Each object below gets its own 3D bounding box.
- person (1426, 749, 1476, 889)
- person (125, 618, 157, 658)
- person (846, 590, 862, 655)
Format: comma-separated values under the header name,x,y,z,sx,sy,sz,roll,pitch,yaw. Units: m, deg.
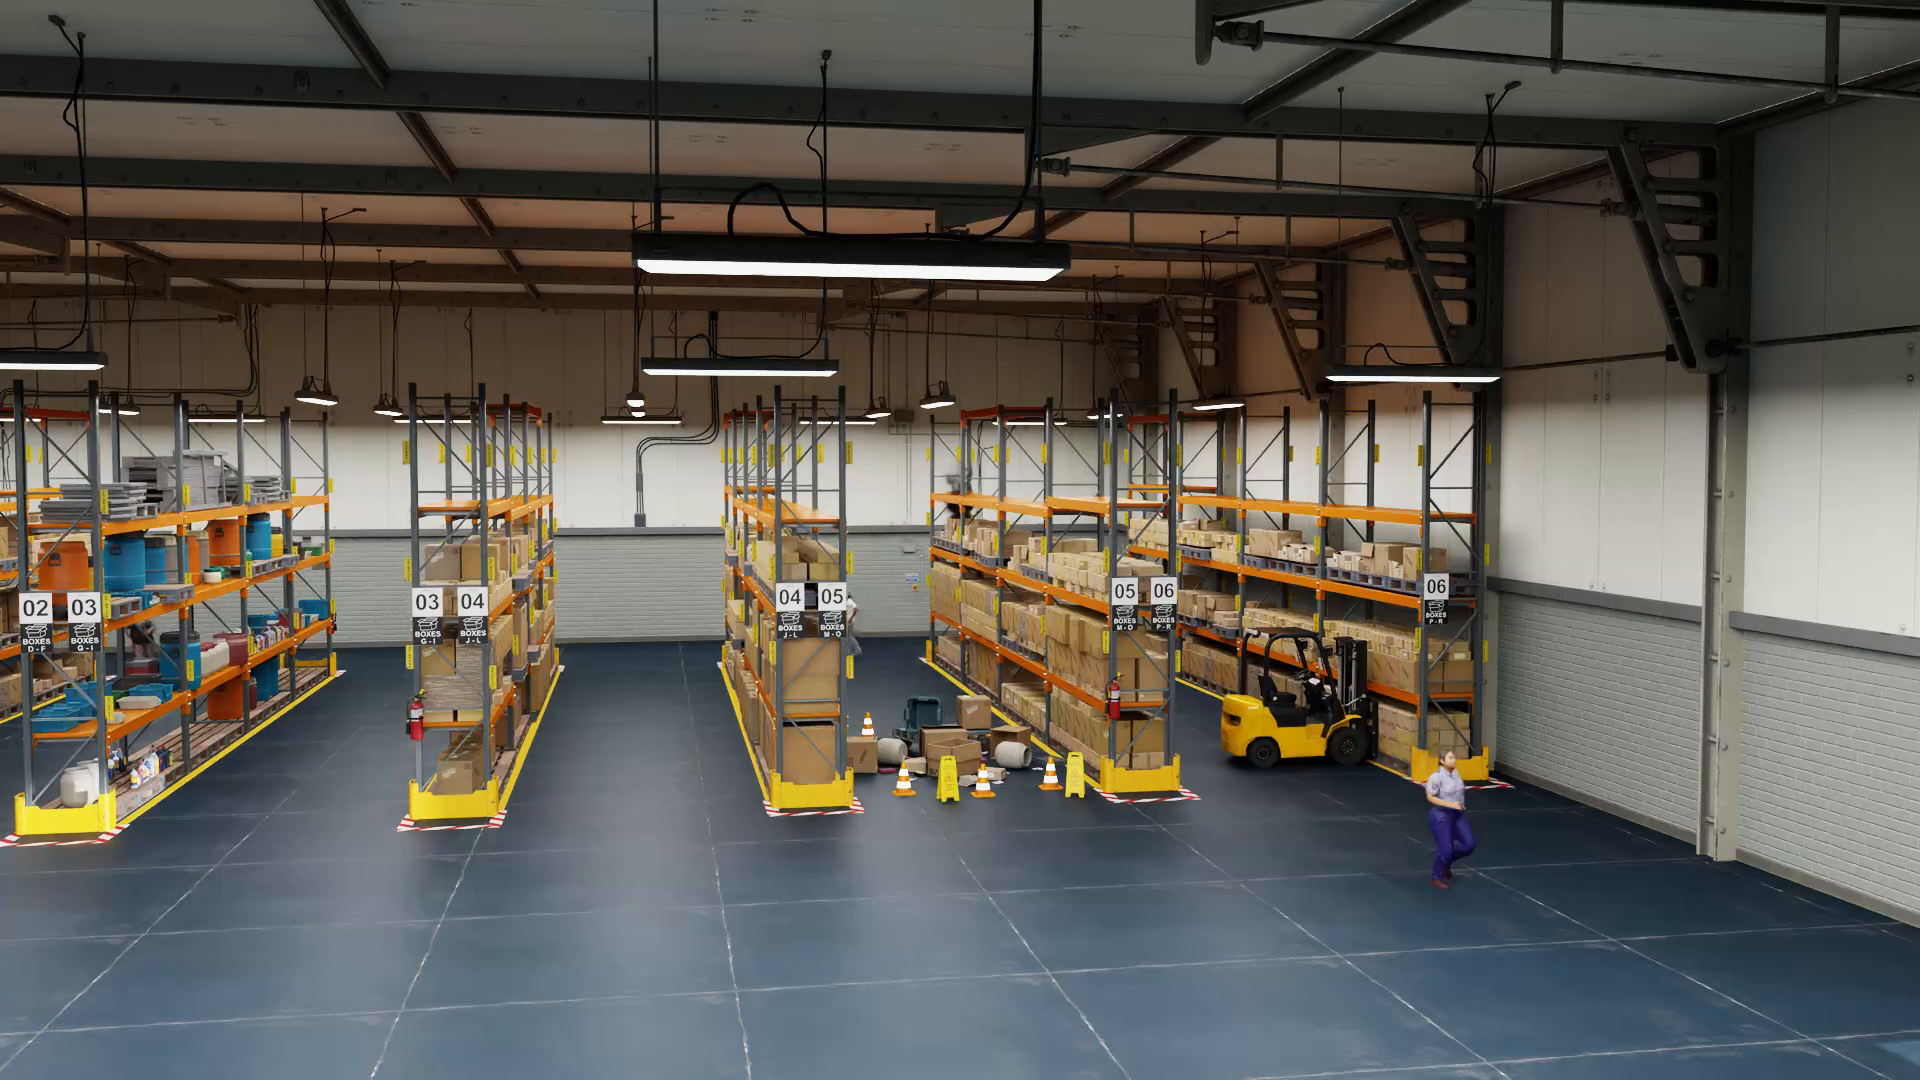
name,x,y,z,sx,sy,sz,roll,pitch,yaw
person,5.667,3.316,19.197,0.657,1.427,0.527,-2,3,-33
person,-18.001,2.309,36.557,0.653,1.737,0.674,-1,3,-26
person,-2.787,2.091,41.249,0.723,1.751,0.590,0,3,-4
